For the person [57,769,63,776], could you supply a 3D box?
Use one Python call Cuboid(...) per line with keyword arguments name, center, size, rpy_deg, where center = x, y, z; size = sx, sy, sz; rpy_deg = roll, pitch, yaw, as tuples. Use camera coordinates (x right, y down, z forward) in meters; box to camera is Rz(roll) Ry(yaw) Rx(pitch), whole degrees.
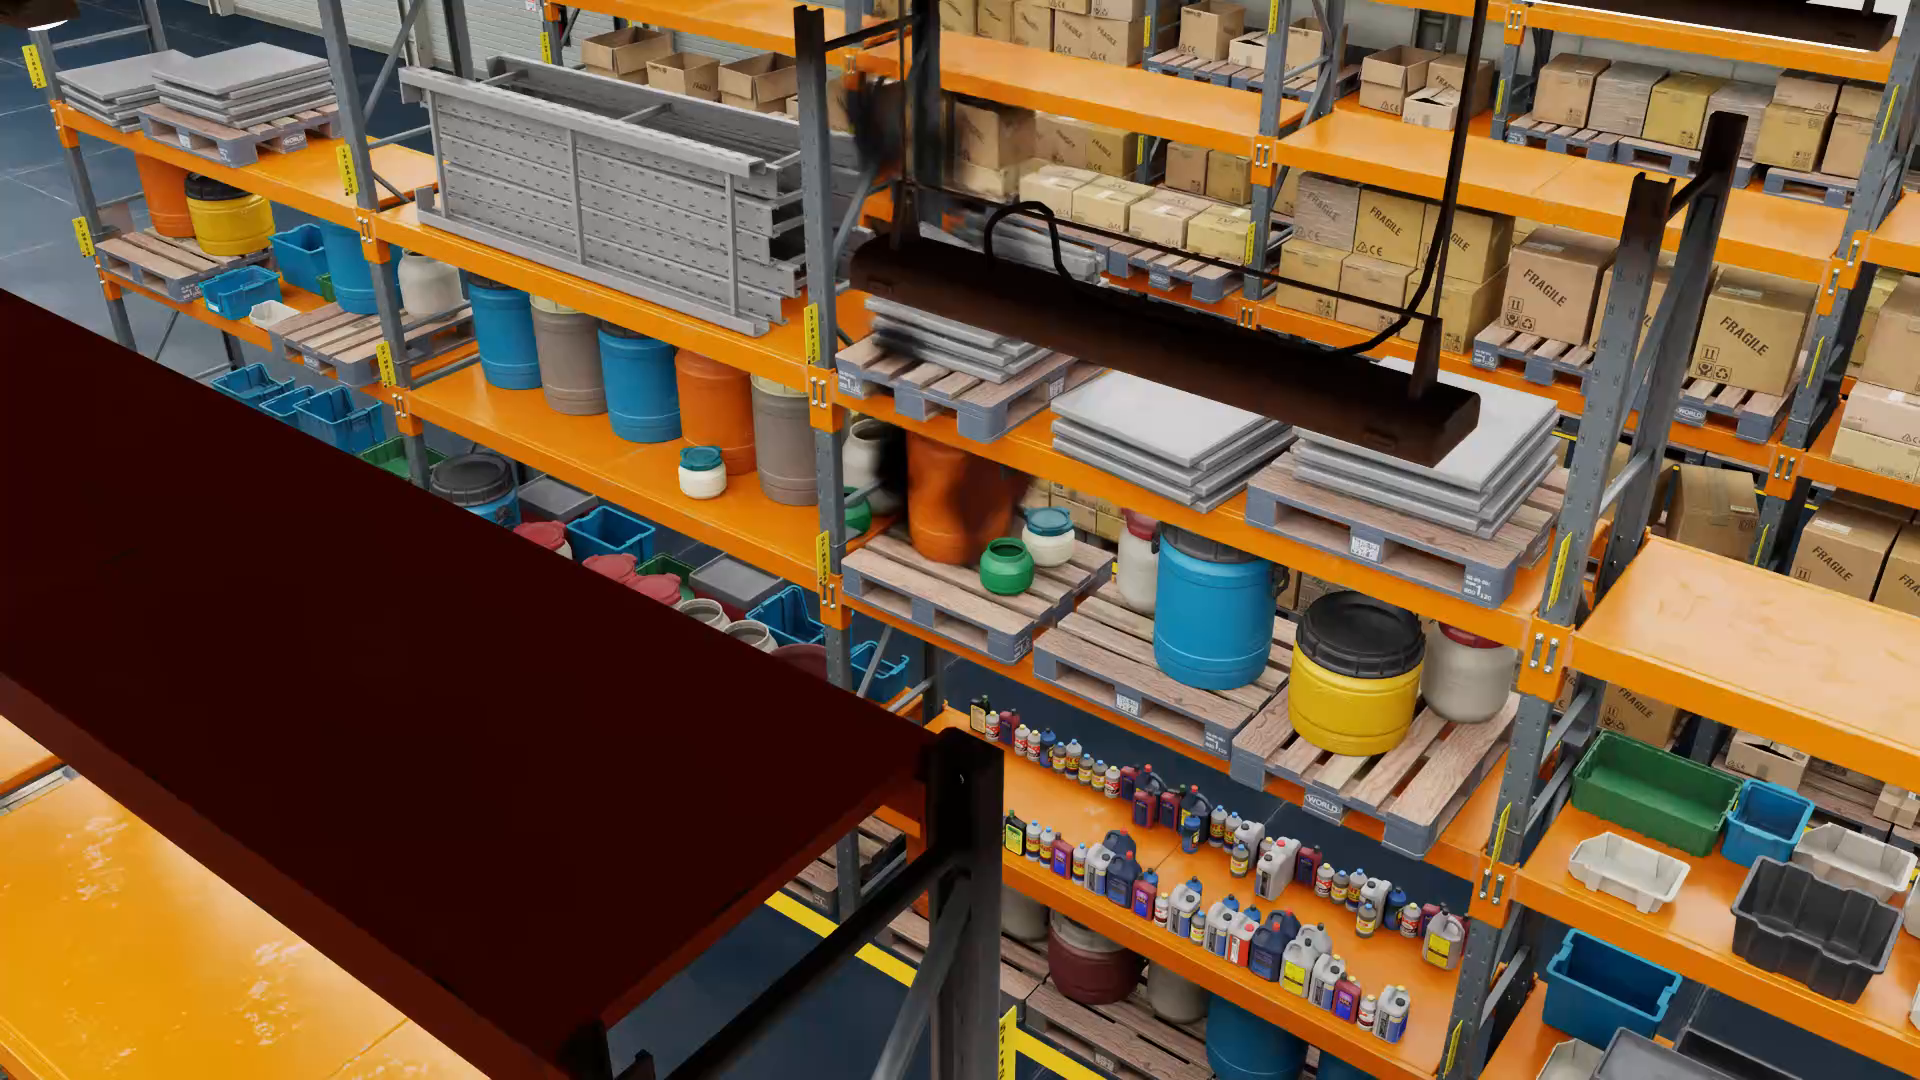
Cuboid(name="person", center=(-6.246, 1.620, 11.078), size=(0.691, 1.711, 0.619), rpy_deg=(23, 38, 33))
